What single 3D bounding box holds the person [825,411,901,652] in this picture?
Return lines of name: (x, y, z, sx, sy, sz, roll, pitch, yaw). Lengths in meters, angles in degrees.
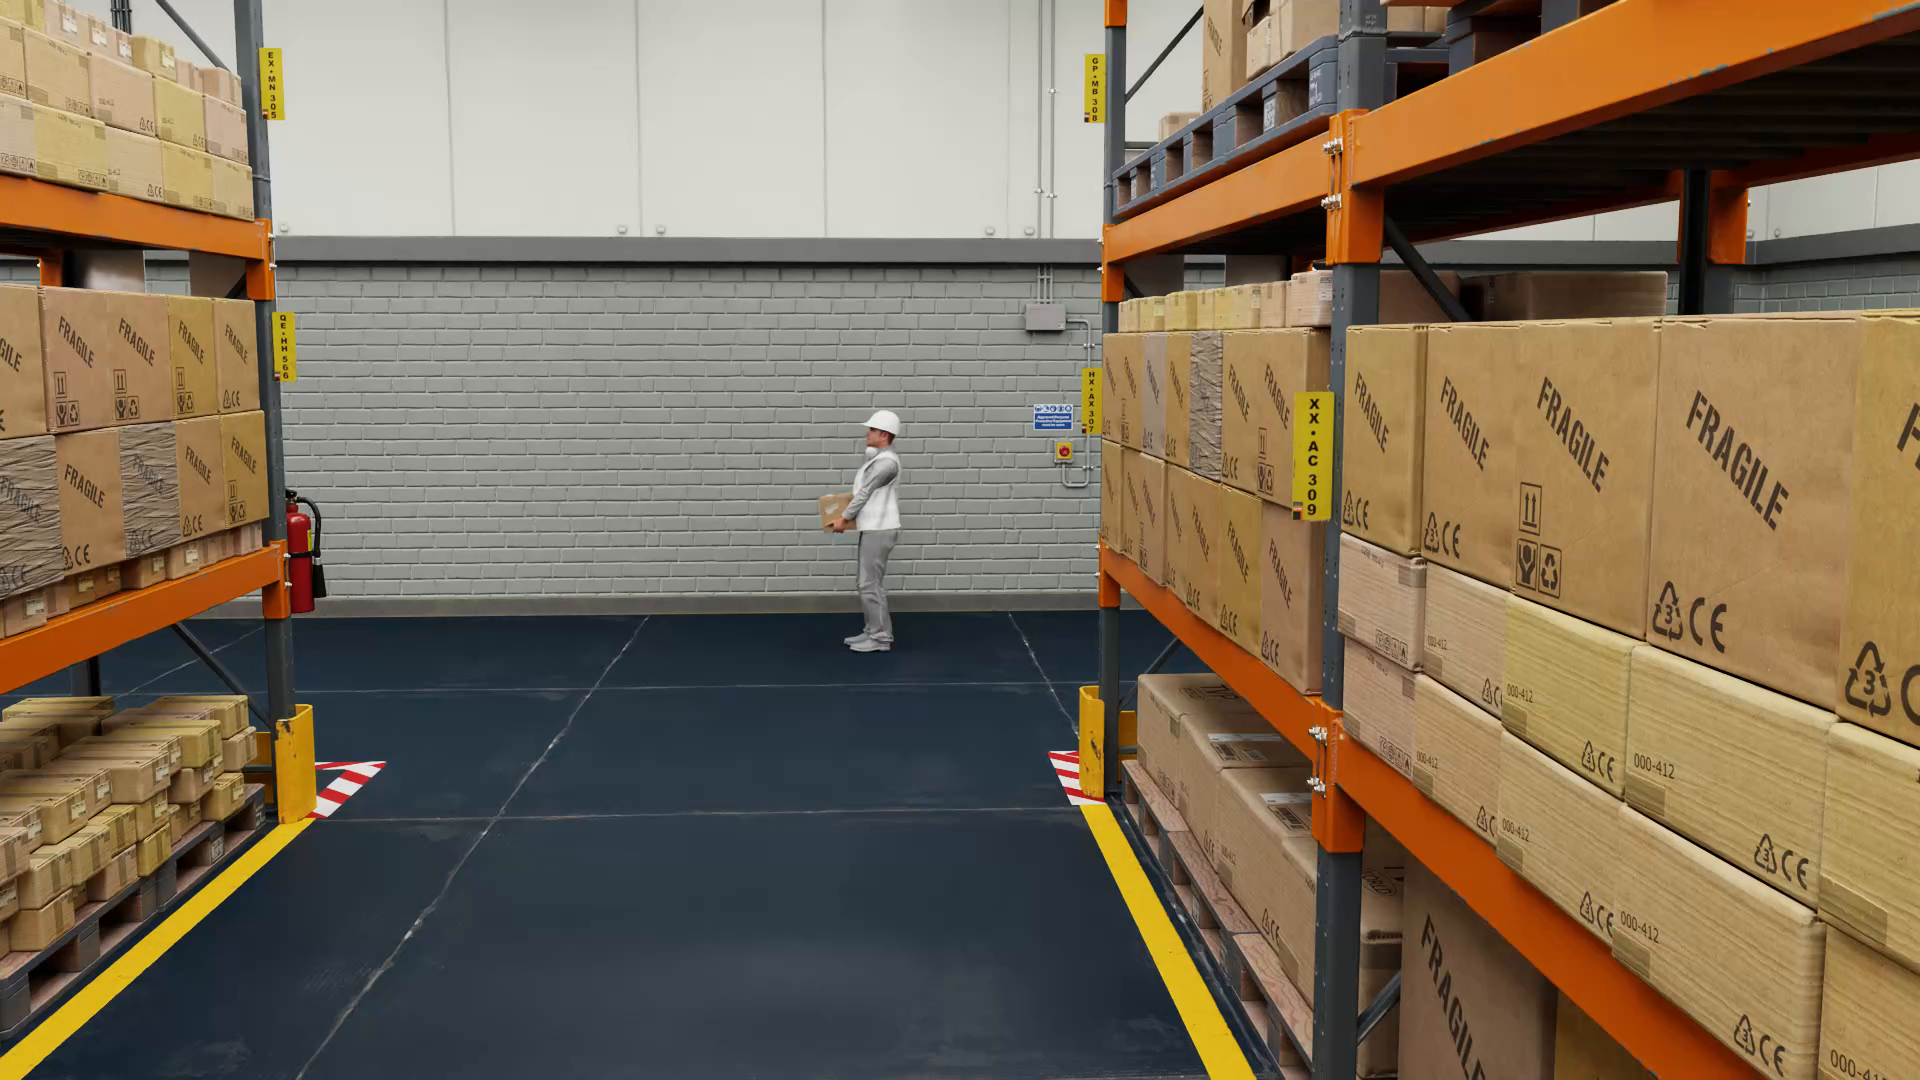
person: (-0.710, -0.069, 12.247, 0.557, 1.763, 0.494, 0, 7, -3)
